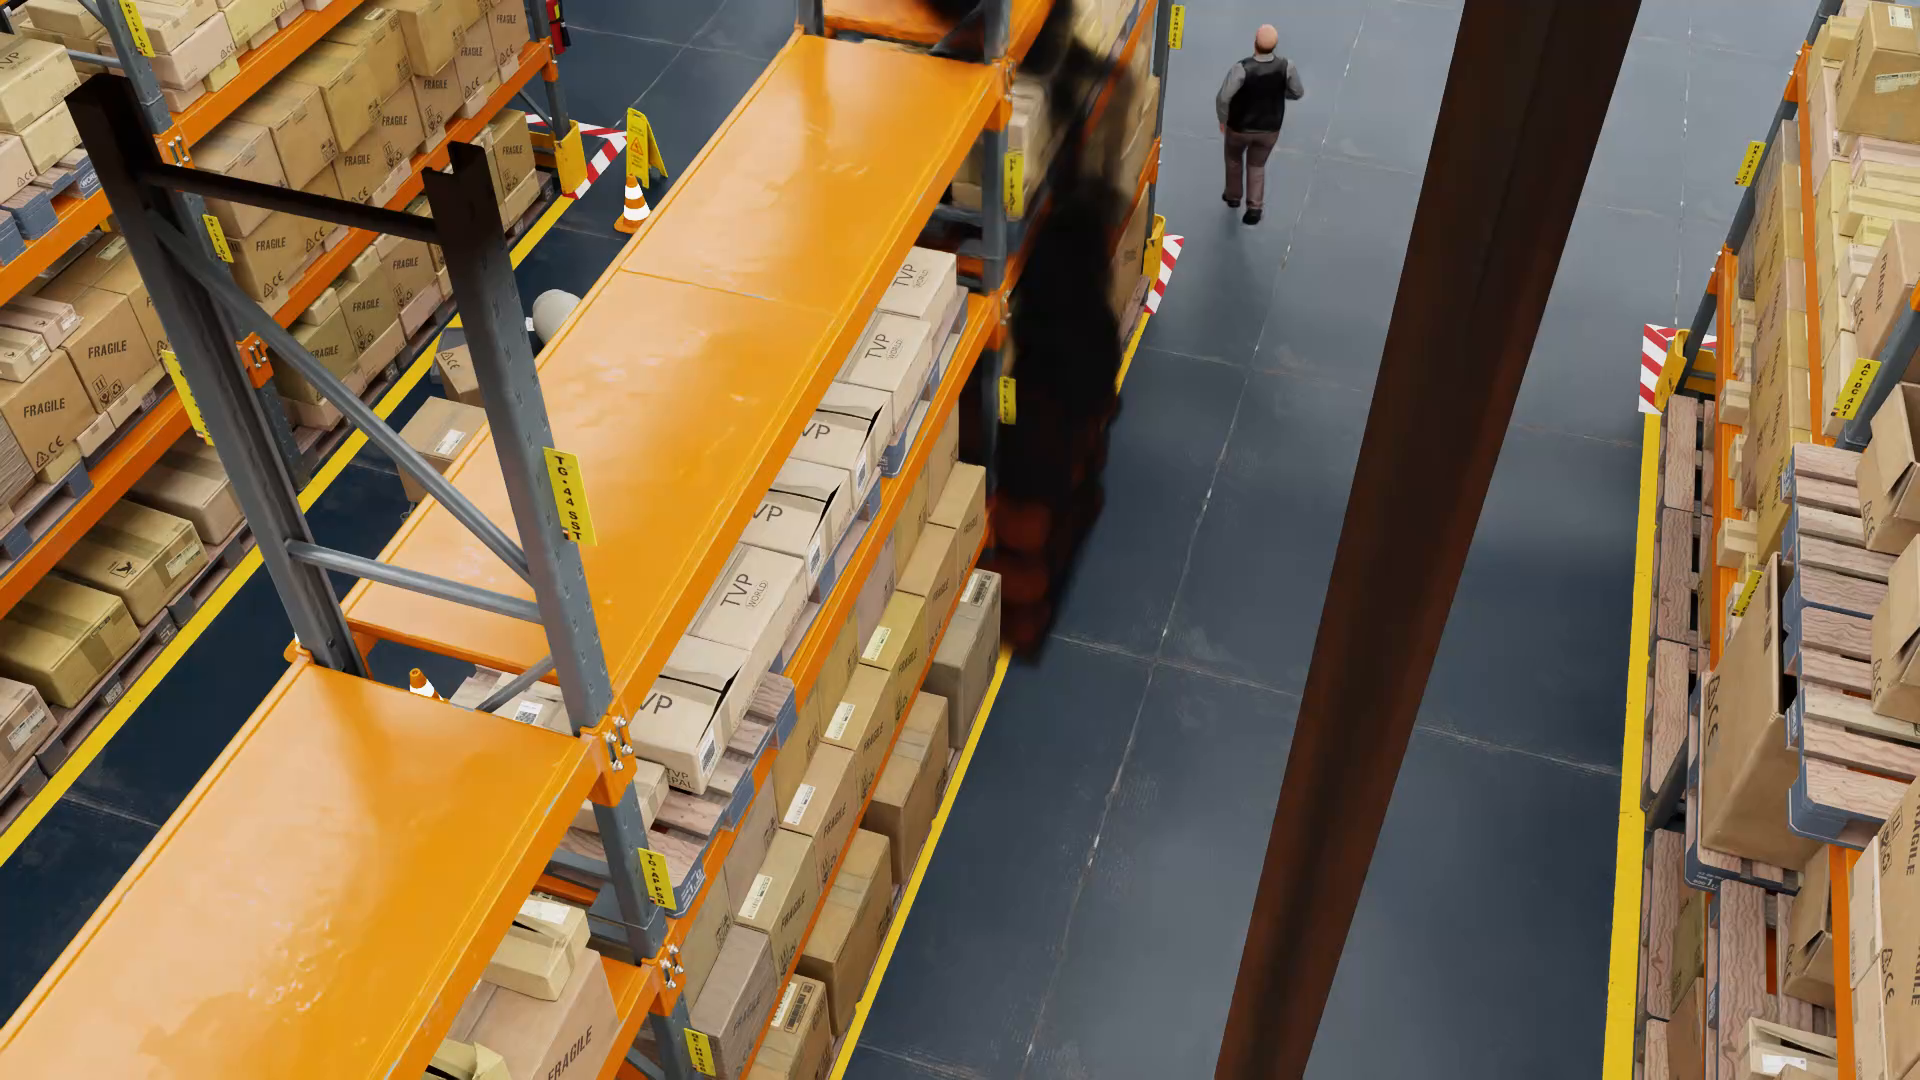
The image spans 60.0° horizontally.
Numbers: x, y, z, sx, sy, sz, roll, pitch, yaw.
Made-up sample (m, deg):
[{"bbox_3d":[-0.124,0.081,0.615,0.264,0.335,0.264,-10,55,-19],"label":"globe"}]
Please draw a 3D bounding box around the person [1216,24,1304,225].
[{"bbox_3d":[2.300,-3.221,13.025,0.695,1.718,0.831,0,46,0],"label":"person"}]
